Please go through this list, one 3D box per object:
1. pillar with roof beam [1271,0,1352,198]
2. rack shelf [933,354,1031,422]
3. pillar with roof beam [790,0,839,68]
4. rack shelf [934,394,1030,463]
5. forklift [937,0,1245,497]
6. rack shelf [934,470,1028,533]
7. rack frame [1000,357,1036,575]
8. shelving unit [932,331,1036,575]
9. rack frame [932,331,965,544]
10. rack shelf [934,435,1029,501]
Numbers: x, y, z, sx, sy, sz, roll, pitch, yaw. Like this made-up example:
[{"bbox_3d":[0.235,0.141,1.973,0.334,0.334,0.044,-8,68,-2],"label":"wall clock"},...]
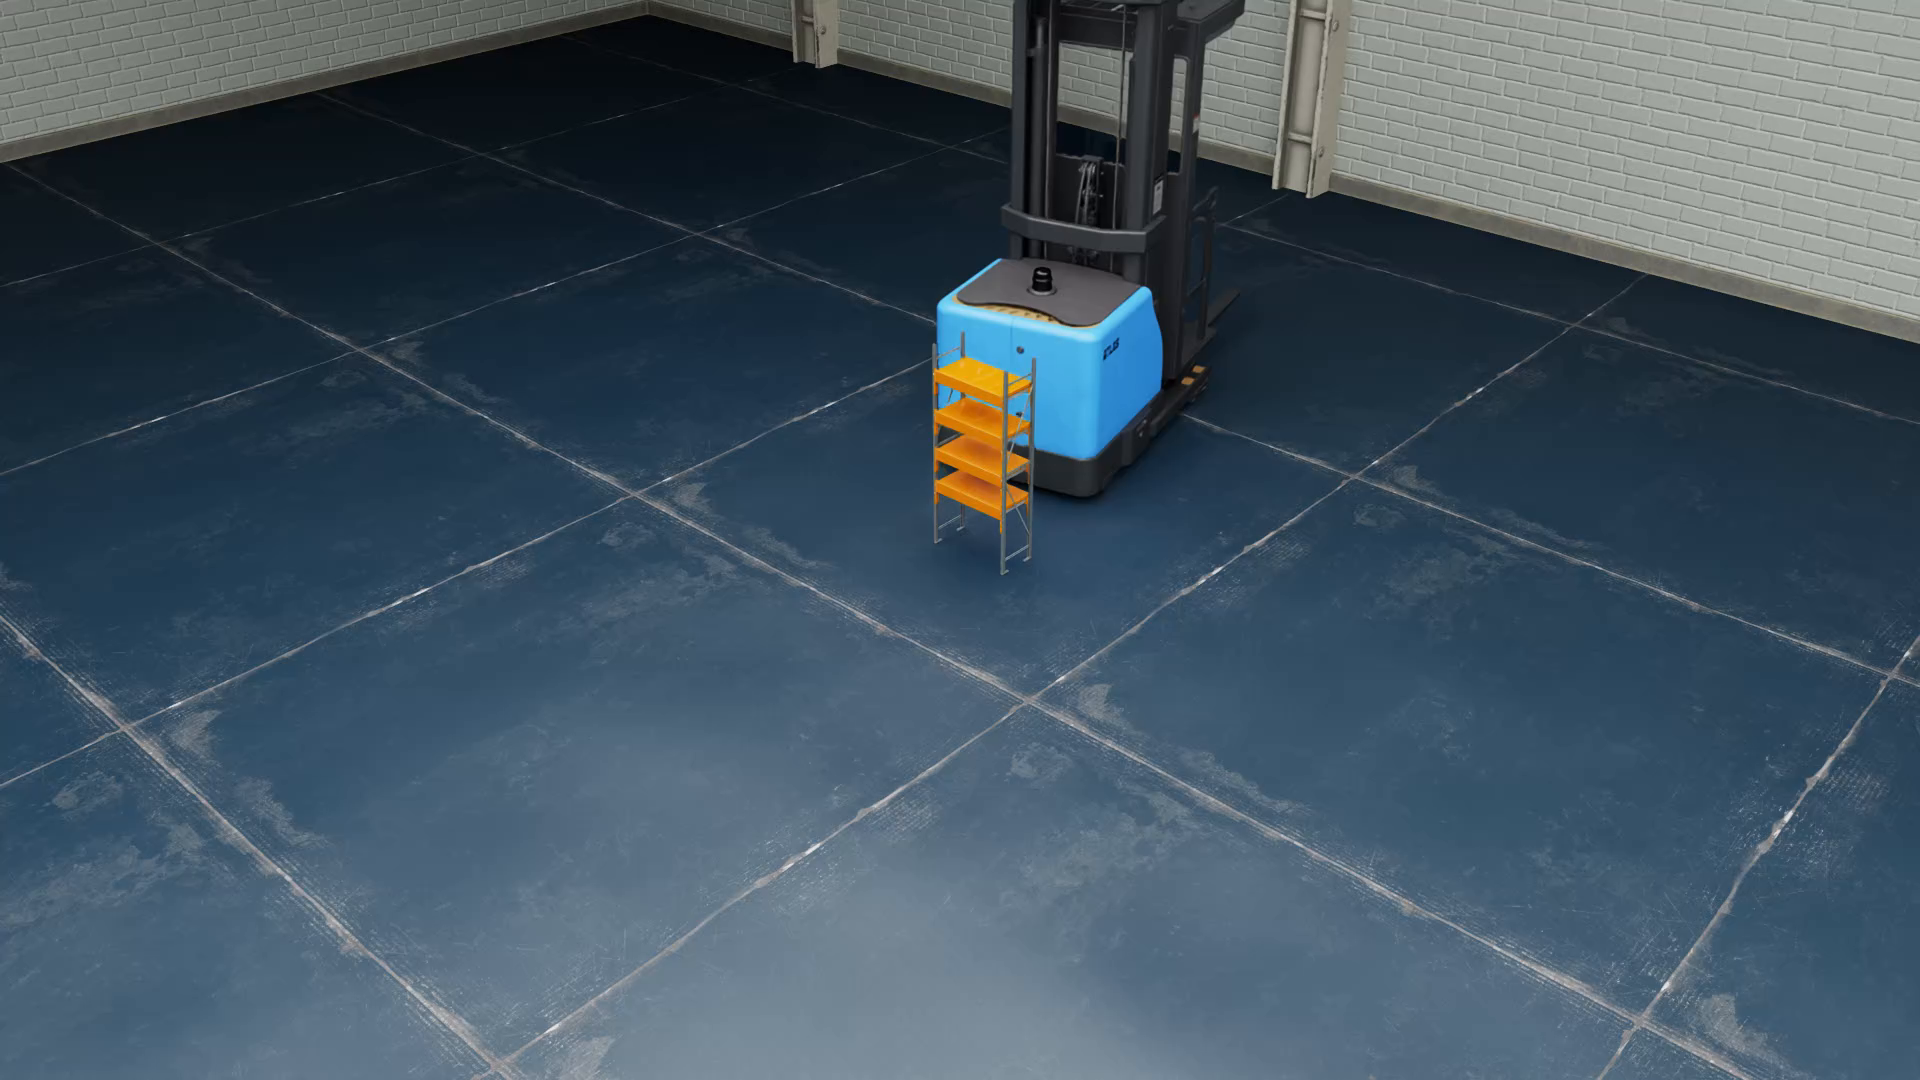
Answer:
[{"bbox_3d":[0.031,-5.220,9.196,0.400,9.000,9.100,25,39,35],"label":"pillar with roof beam"},{"bbox_3d":[0.123,-0.793,8.643,0.480,0.148,0.258,25,39,35],"label":"rack shelf"},{"bbox_3d":[-4.418,-7.296,12.645,0.400,9.000,9.100,25,39,35],"label":"pillar with roof beam"},{"bbox_3d":[0.123,-0.591,8.765,0.480,0.148,0.258,25,39,35],"label":"rack shelf"},{"bbox_3d":[0.989,-2.239,10.127,1.130,2.935,3.031,15,34,24],"label":"forklift"},{"bbox_3d":[0.123,-0.229,8.982,0.480,0.148,0.258,25,39,35],"label":"rack shelf"},{"bbox_3d":[0.304,-0.372,8.705,0.015,1.200,0.240,25,39,35],"label":"rack frame"},{"bbox_3d":[0.123,-0.457,8.845,0.503,1.200,0.258,25,39,35],"label":"shelving unit"},{"bbox_3d":[-0.058,-0.541,8.986,0.015,1.200,0.240,25,39,35],"label":"rack frame"},{"bbox_3d":[0.123,-0.399,8.880,0.480,0.148,0.258,25,39,35],"label":"rack shelf"}]
